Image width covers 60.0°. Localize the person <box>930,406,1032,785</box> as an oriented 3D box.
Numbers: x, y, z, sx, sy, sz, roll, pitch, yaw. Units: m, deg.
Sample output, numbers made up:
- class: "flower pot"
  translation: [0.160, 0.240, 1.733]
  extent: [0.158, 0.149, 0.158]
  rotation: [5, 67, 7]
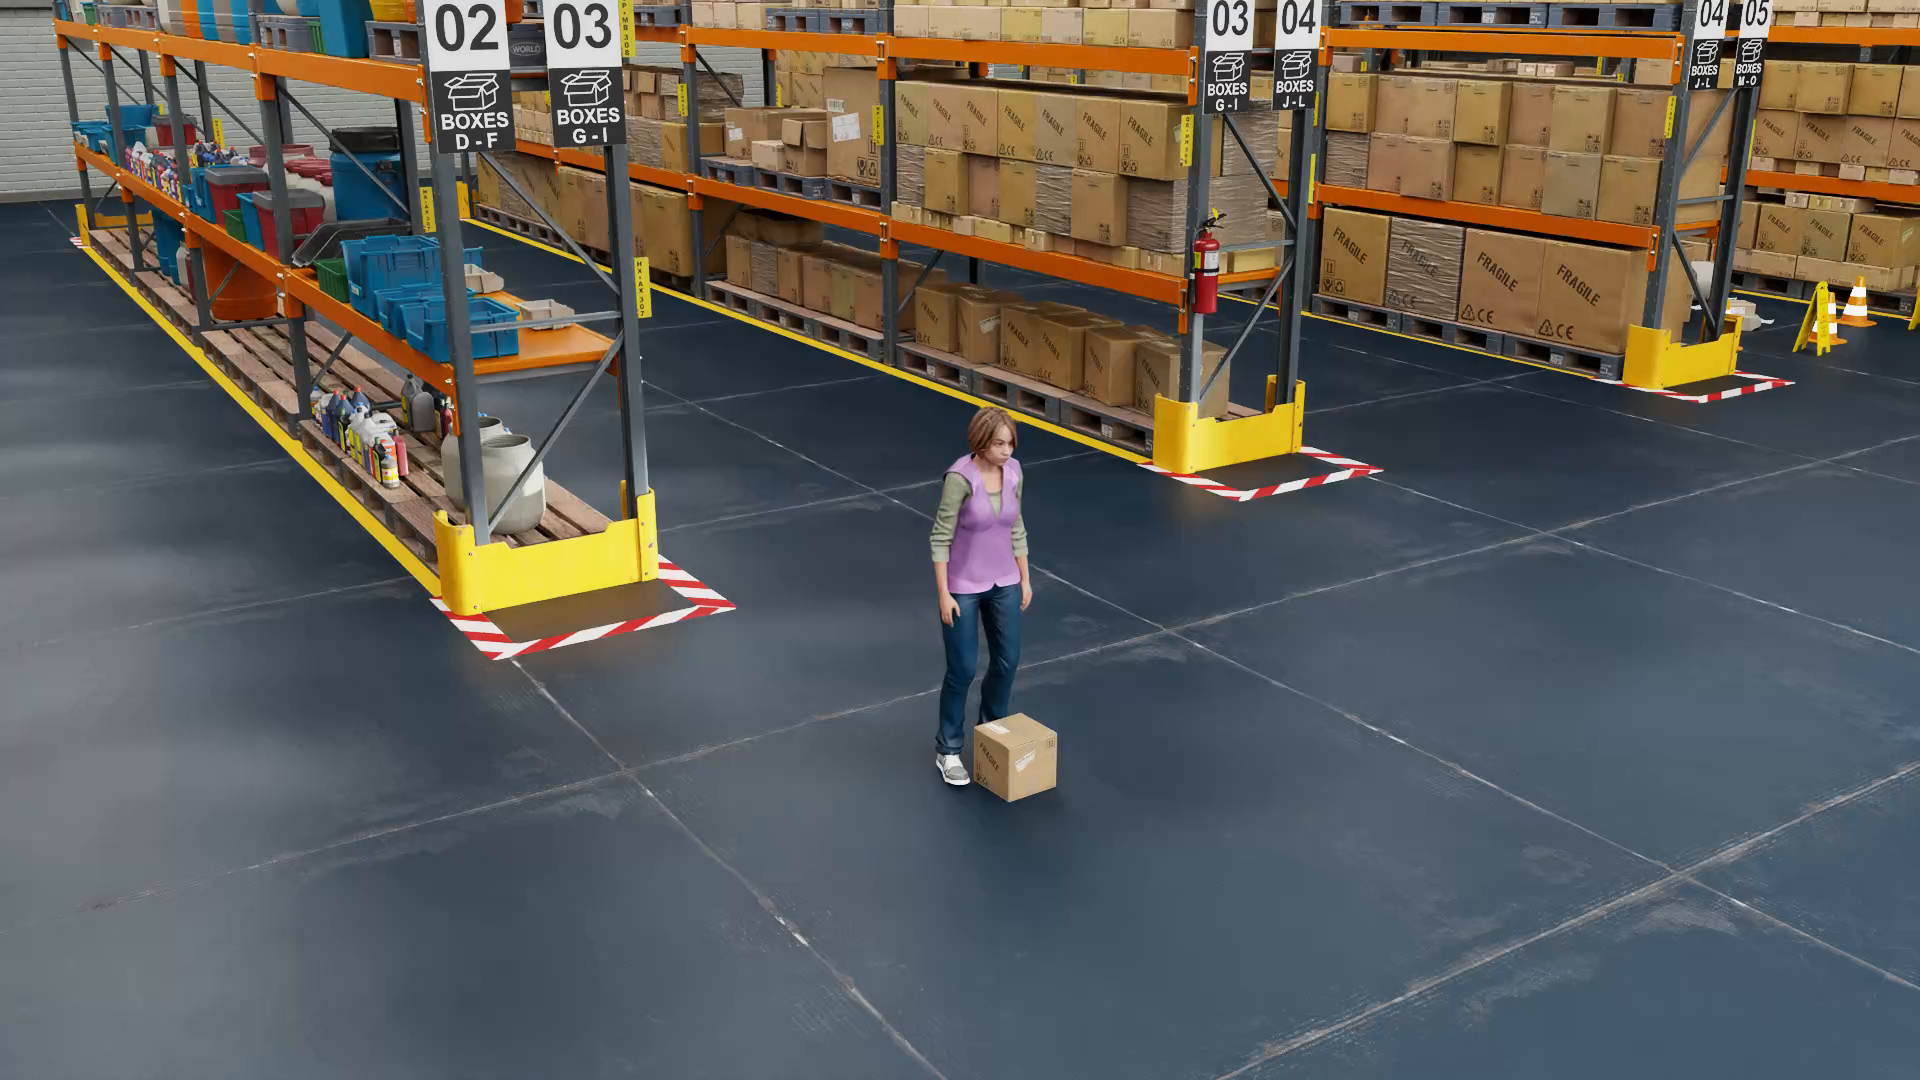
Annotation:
- class: "person"
  translation: [0.097, 0.214, 6.930]
  extent: [0.461, 1.593, 0.365]
  rotation: [-12, 22, -31]
